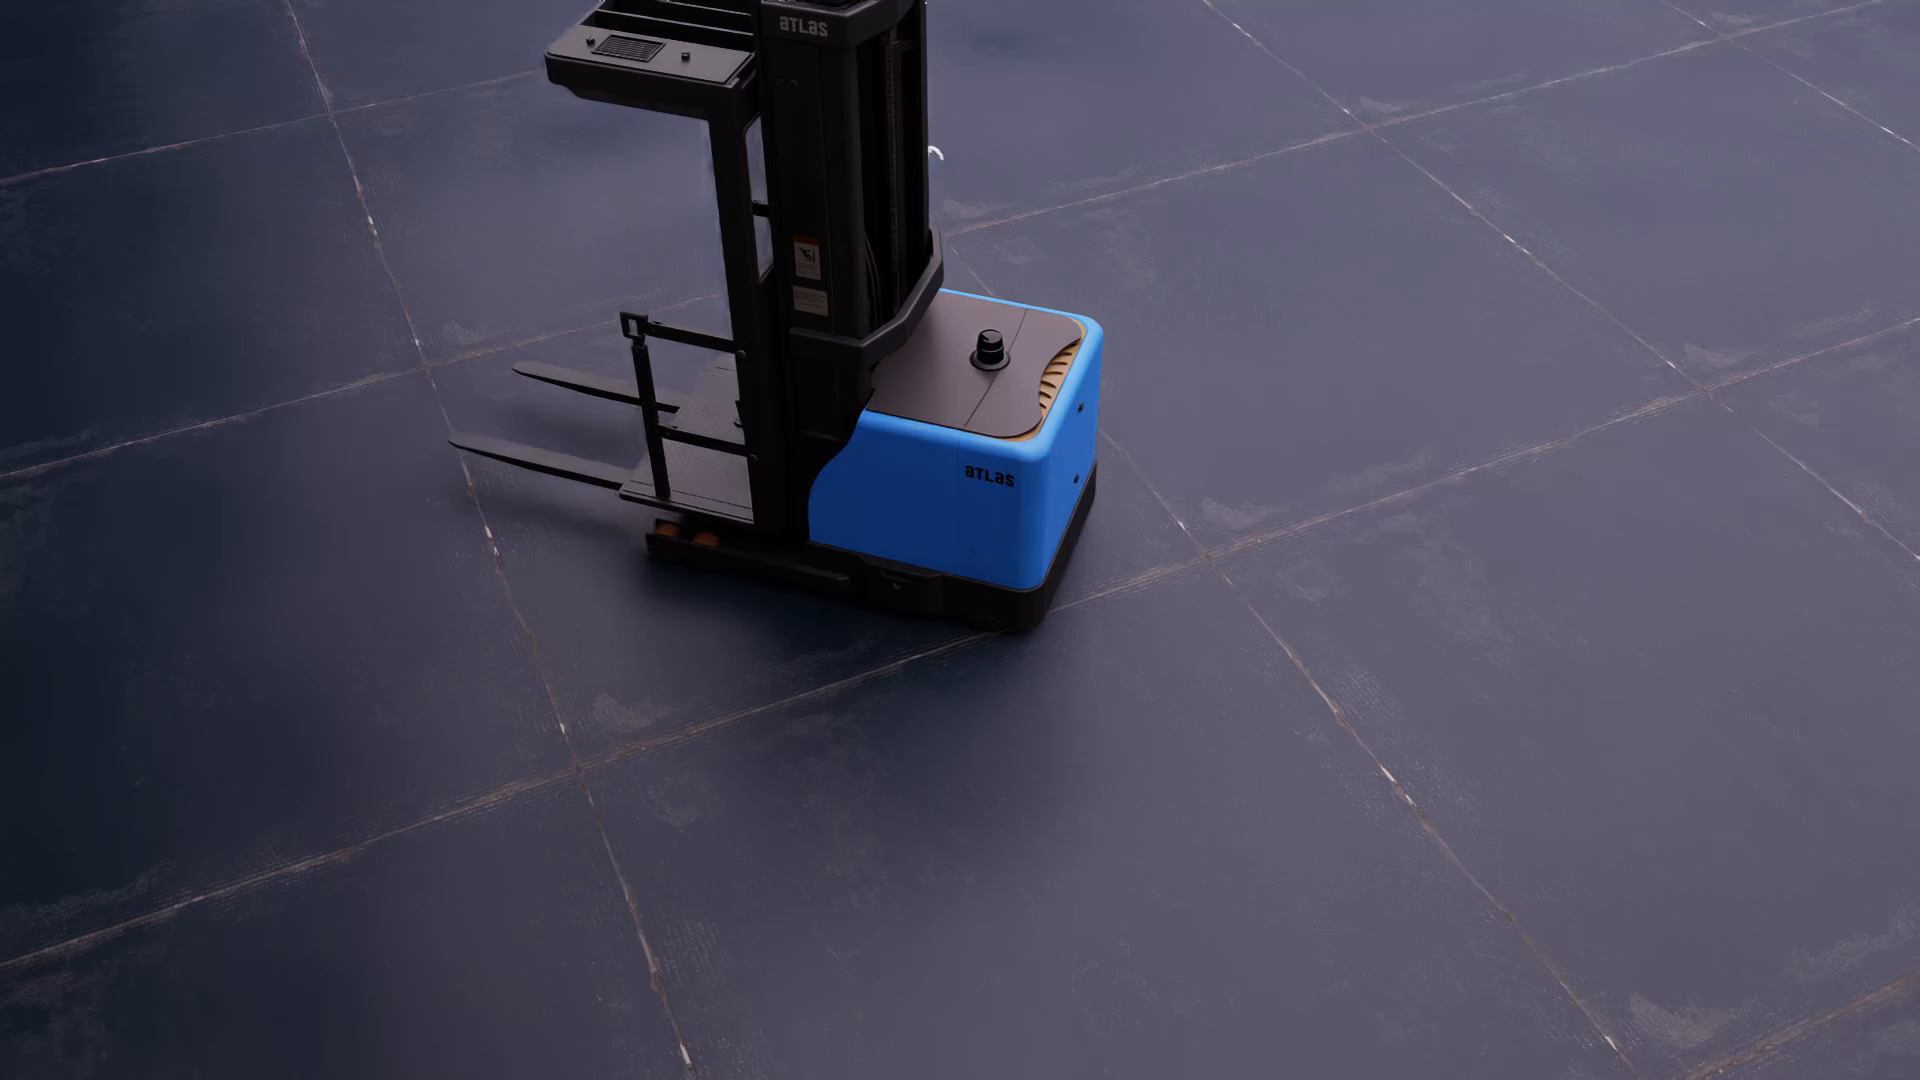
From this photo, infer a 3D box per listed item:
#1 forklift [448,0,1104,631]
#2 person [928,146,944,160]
[{"bbox_3d":[-0.930,-1.271,7.042,3.031,2.935,1.130,13,45,14],"label":"forklift"},{"bbox_3d":[-0.468,-1.647,8.513,0.838,1.429,0.916,-8,44,-9],"label":"person"}]
